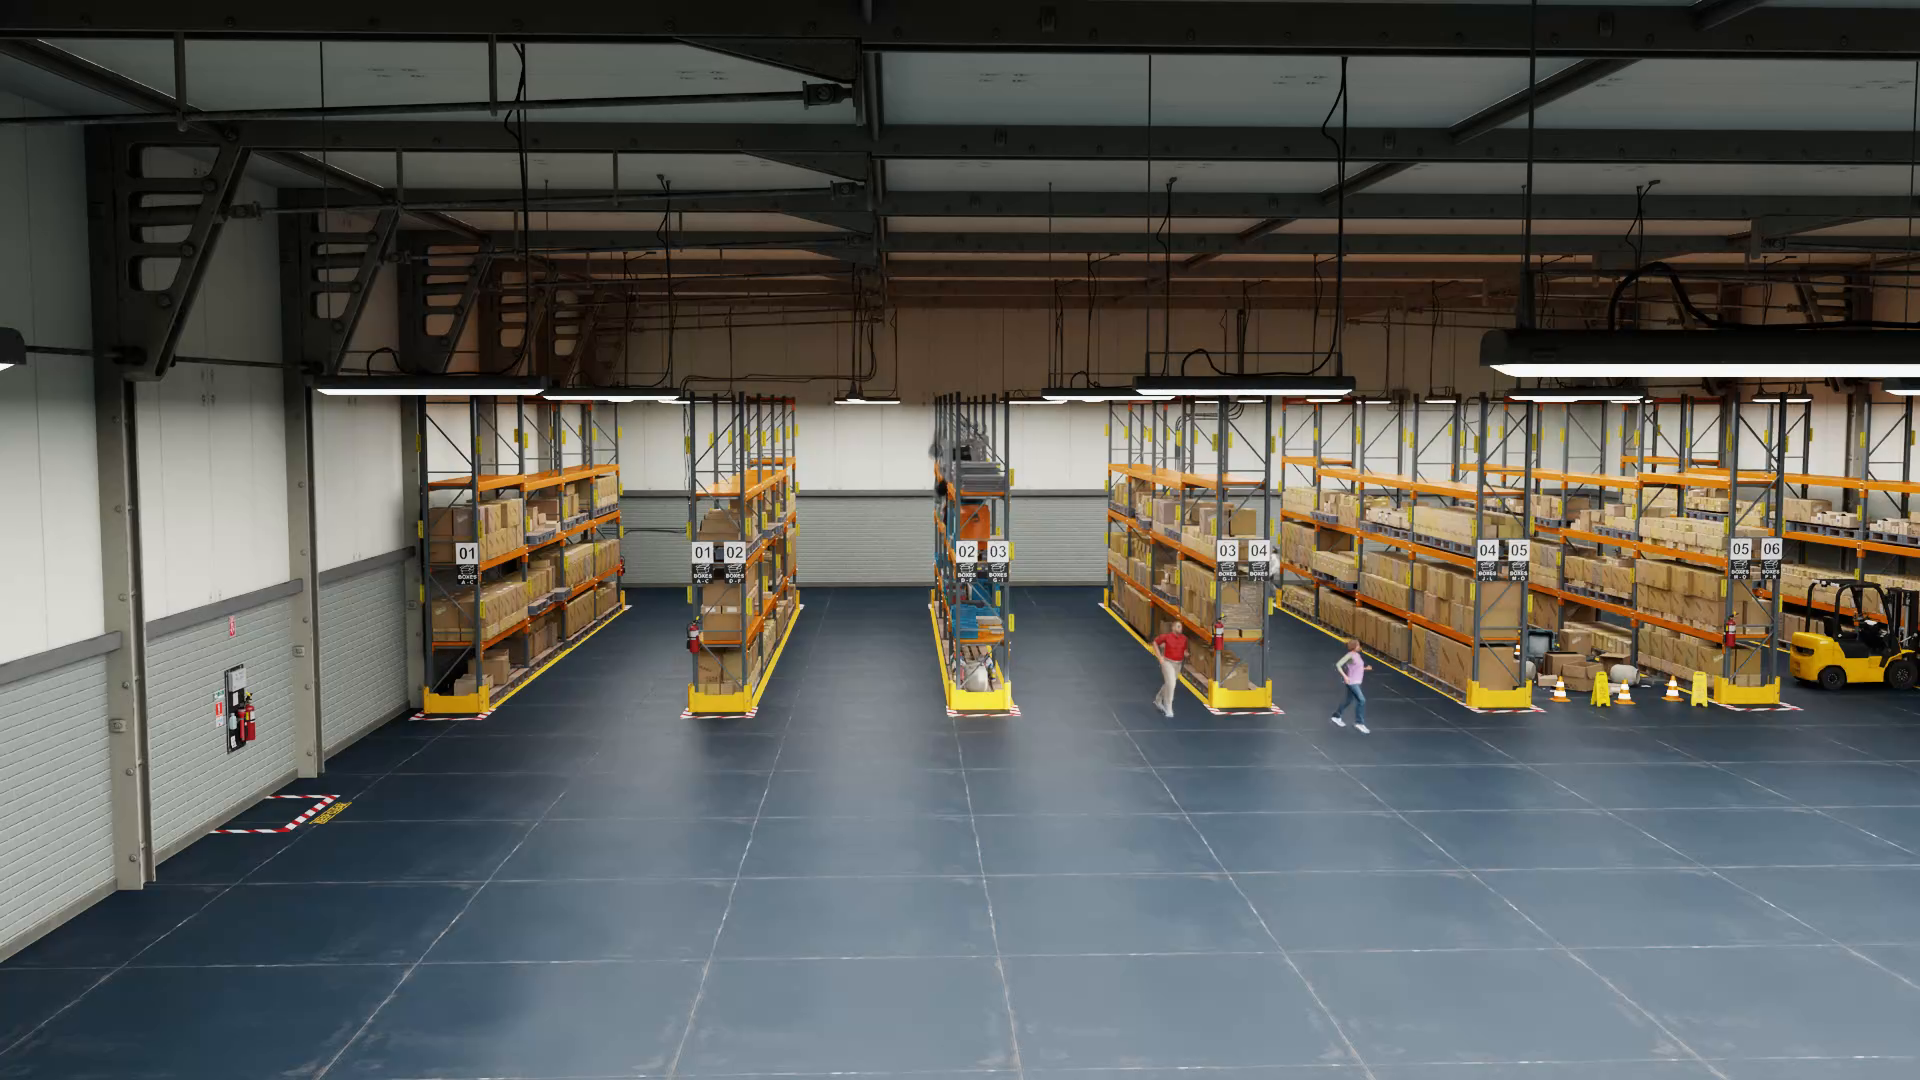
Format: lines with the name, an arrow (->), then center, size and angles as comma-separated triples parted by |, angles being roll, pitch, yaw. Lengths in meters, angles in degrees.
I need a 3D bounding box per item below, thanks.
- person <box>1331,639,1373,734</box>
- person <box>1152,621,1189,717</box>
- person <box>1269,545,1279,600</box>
person -> 6.912, 2.564, 29.359 | 0.742, 1.641, 0.497 | 2, 5, 28
person -> 3.966, 2.396, 31.170 | 0.689, 1.767, 0.795 | -3, 5, -32
person -> 9.137, 0.984, 49.078 | 0.600, 1.693, 0.660 | 1, 5, 18
